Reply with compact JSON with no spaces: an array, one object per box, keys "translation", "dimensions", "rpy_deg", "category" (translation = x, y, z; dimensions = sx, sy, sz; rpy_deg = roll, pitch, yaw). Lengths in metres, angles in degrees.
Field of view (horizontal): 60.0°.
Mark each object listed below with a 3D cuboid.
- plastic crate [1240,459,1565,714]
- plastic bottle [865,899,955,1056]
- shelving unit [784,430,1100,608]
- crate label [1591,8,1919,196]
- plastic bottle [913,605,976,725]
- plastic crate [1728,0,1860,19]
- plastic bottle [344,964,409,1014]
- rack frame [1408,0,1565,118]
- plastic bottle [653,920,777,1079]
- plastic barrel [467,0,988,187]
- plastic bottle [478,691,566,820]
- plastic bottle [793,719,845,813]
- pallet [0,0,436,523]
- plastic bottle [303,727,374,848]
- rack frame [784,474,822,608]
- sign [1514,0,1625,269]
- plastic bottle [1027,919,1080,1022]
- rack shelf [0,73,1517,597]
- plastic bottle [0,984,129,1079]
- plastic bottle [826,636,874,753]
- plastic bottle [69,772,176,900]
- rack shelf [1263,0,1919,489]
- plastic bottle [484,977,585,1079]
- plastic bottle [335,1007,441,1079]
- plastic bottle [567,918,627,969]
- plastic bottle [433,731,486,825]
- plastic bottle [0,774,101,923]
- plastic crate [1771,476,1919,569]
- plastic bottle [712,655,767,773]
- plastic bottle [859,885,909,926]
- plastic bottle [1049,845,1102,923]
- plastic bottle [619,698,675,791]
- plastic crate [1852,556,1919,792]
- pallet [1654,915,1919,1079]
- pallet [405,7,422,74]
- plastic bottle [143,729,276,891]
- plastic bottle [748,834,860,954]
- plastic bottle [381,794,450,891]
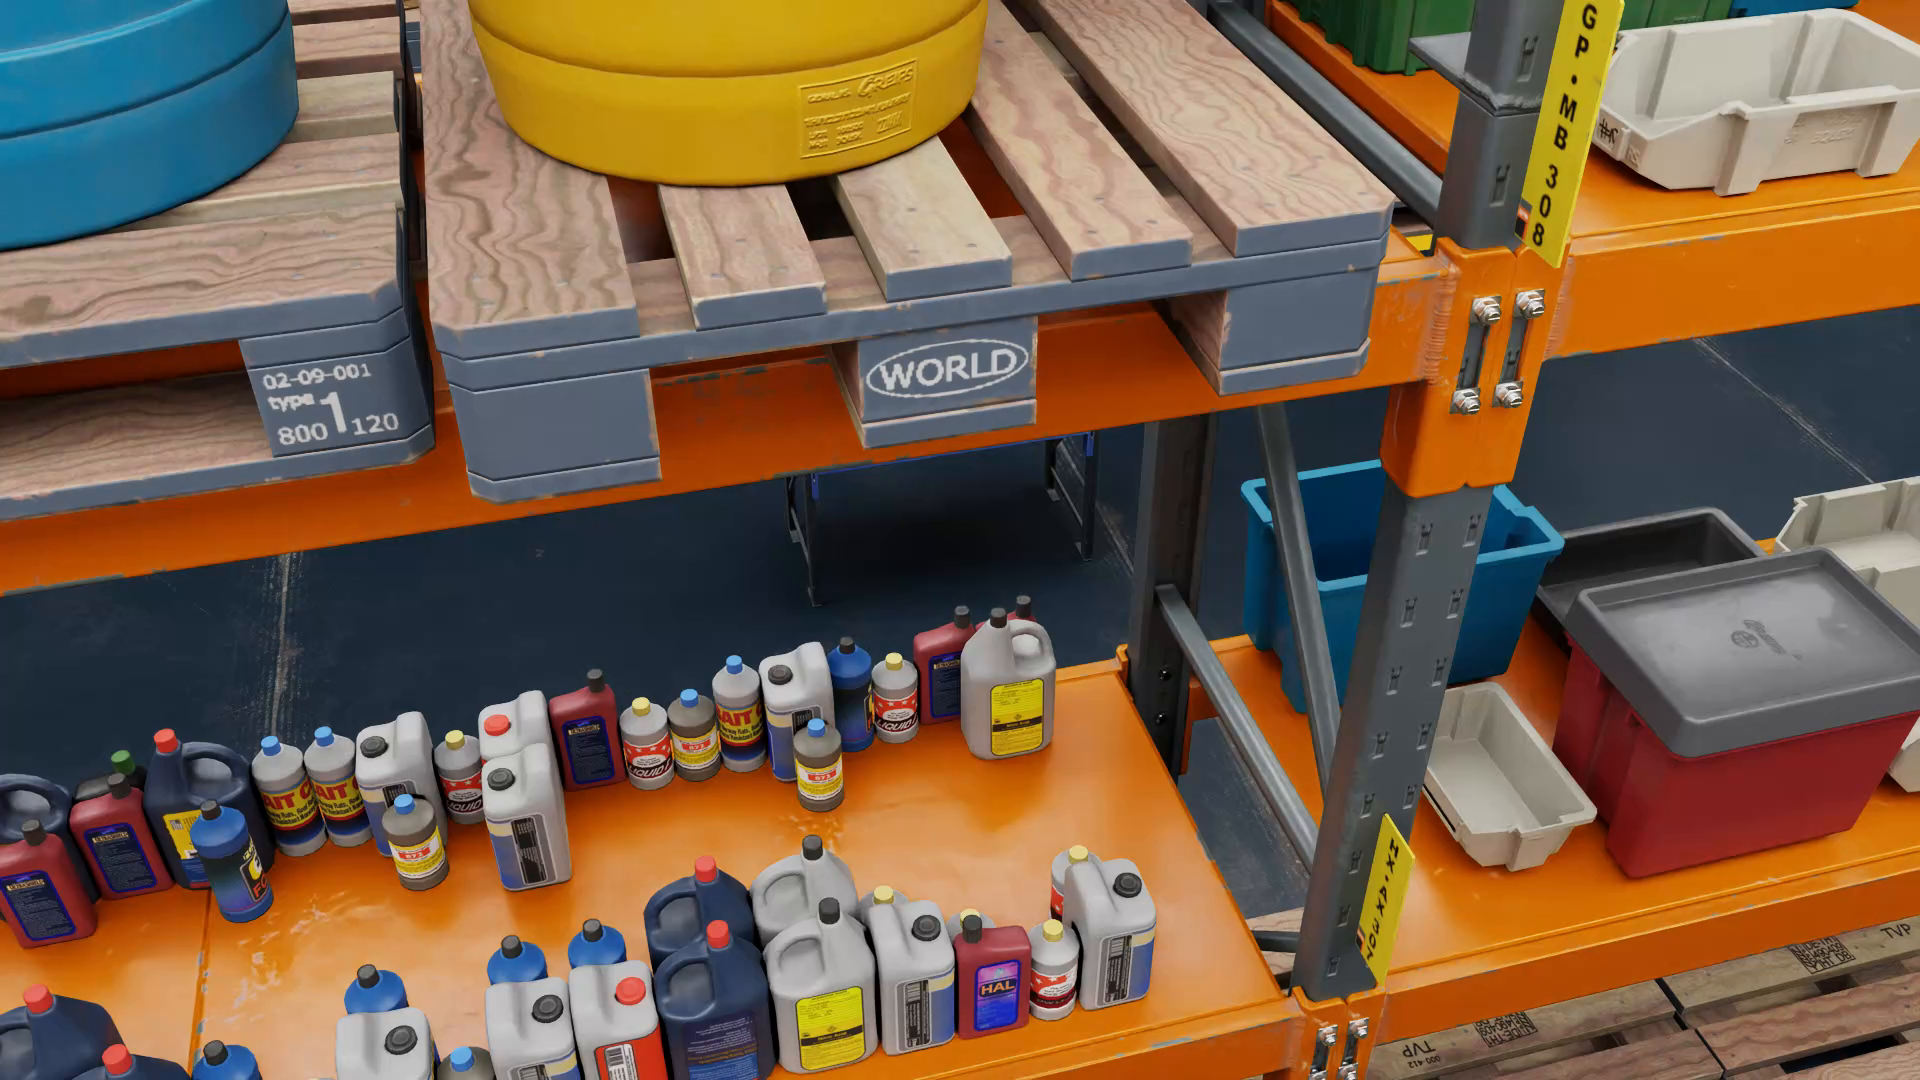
[{"translation":[0.925,0.097,3.618],"dimensions":[0.575,0.384,0.392],"rpy_deg":[-9,38,-12],"category":"plastic crate"},{"translation":[-0.086,0.748,2.905],"dimensions":[0.135,0.276,0.152],"rpy_deg":[-9,38,-12],"category":"plastic bottle"},{"translation":[-0.082,-0.582,5.777],"dimensions":[1.048,1.500,0.538],"rpy_deg":[-9,38,-12],"category":"shelving unit"},{"translation":[1.111,-0.606,2.321],"dimensions":[0.466,0.136,0.293],"rpy_deg":[-9,38,-12],"category":"crate label"},{"translation":[-0.031,0.264,3.532],"dimensions":[0.133,0.283,0.061],"rpy_deg":[-9,38,-12],"category":"plastic bottle"},{"translation":[1.359,-1.068,2.846],"dimensions":[0.300,0.233,0.416],"rpy_deg":[-9,38,-12],"category":"plastic crate"},{"translation":[-0.977,0.818,2.818],"dimensions":[0.097,0.271,0.097],"rpy_deg":[0,37,0],"category":"plastic bottle"},{"translation":[0.563,-1.994,1.450],"dimensions":[0.127,3.000,1.000],"rpy_deg":[-9,38,-12],"category":"rack frame"},{"translation":[-0.417,0.775,2.808],"dimensions":[0.185,0.351,0.144],"rpy_deg":[-9,38,-12],"category":"plastic bottle"},{"translation":[-0.265,-0.780,1.832],"dimensions":[0.600,0.588,0.600],"rpy_deg":[0,37,0],"category":"plastic barrel"},{"translation":[-0.877,0.435,3.315],"dimensions":[0.135,0.276,0.152],"rpy_deg":[-9,38,-12],"category":"plastic bottle"},{"translation":[-0.286,0.446,3.362],"dimensions":[0.097,0.201,0.097],"rpy_deg":[0,37,0],"category":"plastic bottle"},{"translation":[-1.262,-0.365,1.944],"dimensions":[1.213,0.211,1.003],"rpy_deg":[-9,38,-12],"category":"pallet"},{"translation":[-1.220,0.476,3.265],"dimensions":[0.097,0.271,0.097],"rpy_deg":[0,37,0],"category":"plastic bottle"},{"translation":[-0.573,-0.502,5.671],"dimensions":[0.032,1.500,0.500],"rpy_deg":[-9,38,-12],"category":"rack frame"},{"translation":[0.705,-0.483,1.937],"dimensions":[0.005,0.325,0.100],"rpy_deg":[-9,38,-12],"category":"sign"},{"translation":[0.162,0.754,2.959],"dimensions":[0.097,0.201,0.097],"rpy_deg":[0,37,0],"category":"plastic bottle"},{"translation":[-1.367,-0.200,2.166],"dimensions":[4.000,0.370,1.077],"rpy_deg":[-9,38,-12],"category":"rack shelf"},{"translation":[-1.472,0.853,2.707],"dimensions":[0.185,0.351,0.144],"rpy_deg":[-9,38,-12],"category":"plastic bottle"},{"translation":[-0.231,0.313,3.477],"dimensions":[0.097,0.271,0.097],"rpy_deg":[0,37,0],"category":"plastic bottle"},{"translation":[-1.592,0.559,3.147],"dimensions":[0.133,0.283,0.061],"rpy_deg":[-9,38,-12],"category":"plastic bottle"},{"translation":[2.494,-0.834,2.994],"dimensions":[4.000,0.370,1.077],"rpy_deg":[-9,38,-12],"category":"rack shelf"},{"translation":[-0.702,0.849,2.773],"dimensions":[0.135,0.276,0.152],"rpy_deg":[-9,38,-12],"category":"plastic bottle"},{"translation":[-0.926,0.886,2.725],"dimensions":[0.135,0.276,0.152],"rpy_deg":[-9,38,-12],"category":"plastic bottle"},{"translation":[-0.623,0.760,2.894],"dimensions":[0.097,0.271,0.097],"rpy_deg":[0,37,0],"category":"plastic bottle"},{"translation":[-0.996,0.467,3.335],"dimensions":[0.097,0.201,0.097],"rpy_deg":[0,37,0],"category":"plastic bottle"},{"translation":[-1.751,0.546,3.108],"dimensions":[0.185,0.351,0.144],"rpy_deg":[-9,38,-12],"category":"plastic bottle"},{"translation":[2.166,0.018,3.926],"dimensions":[0.466,0.136,0.293],"rpy_deg":[-9,38,-12],"category":"plastic crate"},{"translation":[-0.455,0.350,3.429],"dimensions":[0.097,0.271,0.097],"rpy_deg":[0,37,0],"category":"plastic bottle"},{"translation":[-0.136,0.707,3.020],"dimensions":[0.097,0.201,0.097],"rpy_deg":[0,37,0],"category":"plastic bottle"},{"translation":[0.217,0.650,3.096],"dimensions":[0.097,0.201,0.097],"rpy_deg":[0,37,0],"category":"plastic bottle"},{"translation":[-0.643,0.409,3.410],"dimensions":[0.097,0.201,0.097],"rpy_deg":[0,37,0],"category":"plastic bottle"},{"translation":[2.086,0.278,3.466],"dimensions":[0.530,0.282,0.437],"rpy_deg":[-9,38,-12],"category":"plastic crate"},{"translation":[2.443,1.162,4.558],"dimensions":[1.213,0.211,1.003],"rpy_deg":[-9,38,-12],"category":"pallet"},{"translation":[-2.710,-2.118,6.708],"dimensions":[1.213,0.211,1.003],"rpy_deg":[-9,38,-12],"category":"pallet"},{"translation":[-1.444,0.496,3.174],"dimensions":[0.185,0.351,0.144],"rpy_deg":[-9,38,-12],"category":"plastic bottle"},{"translation":[-0.276,0.661,2.957],"dimensions":[0.185,0.351,0.144],"rpy_deg":[-9,38,-12],"category":"plastic bottle"},{"translation":[-1.050,0.571,3.198],"dimensions":[0.097,0.201,0.097],"rpy_deg":[0,37,0],"category":"plastic bottle"}]
